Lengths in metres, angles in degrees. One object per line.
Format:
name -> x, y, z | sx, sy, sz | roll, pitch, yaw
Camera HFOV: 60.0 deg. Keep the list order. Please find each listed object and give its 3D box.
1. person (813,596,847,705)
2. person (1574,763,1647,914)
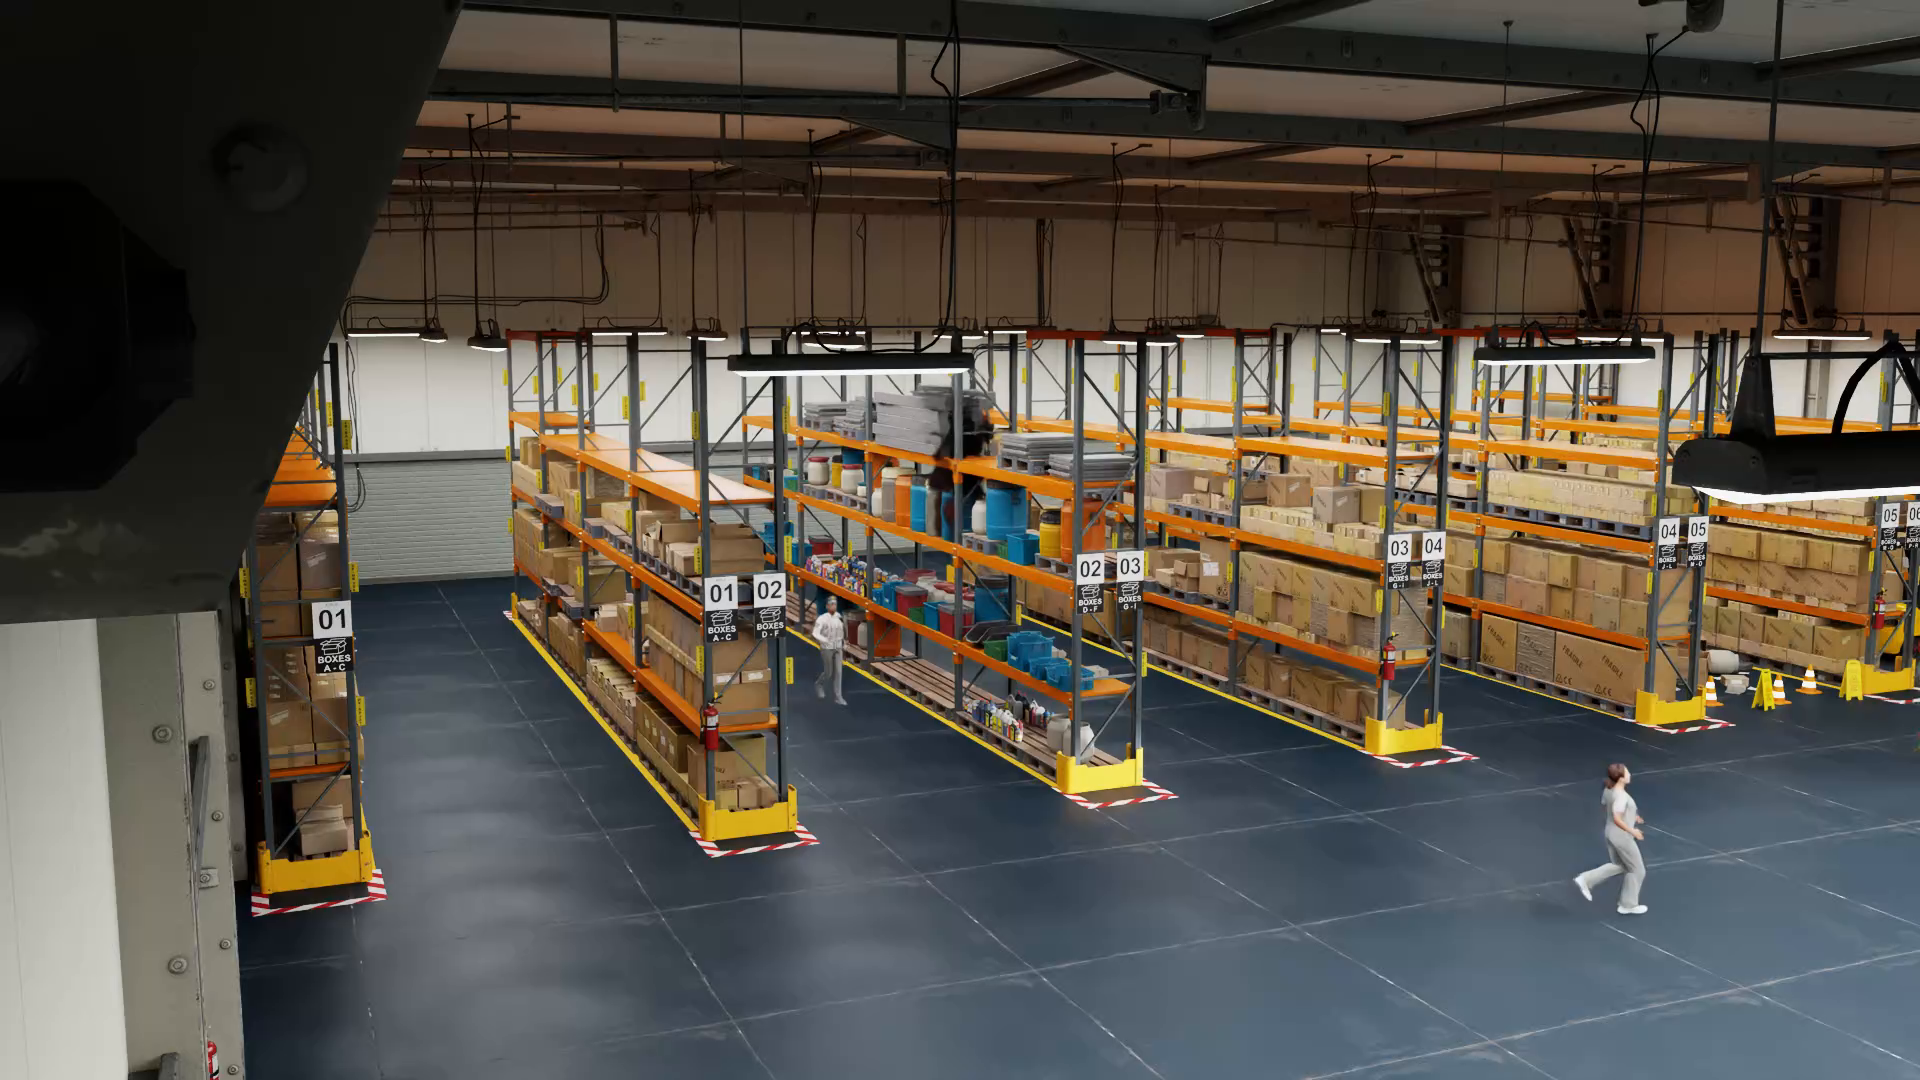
person -> -1.989, 1.695, 25.861 | 0.618, 1.677, 0.808 | -5, 9, -34
person -> 6.920, 3.148, 17.552 | 0.752, 1.628, 0.571 | 0, 8, 1
